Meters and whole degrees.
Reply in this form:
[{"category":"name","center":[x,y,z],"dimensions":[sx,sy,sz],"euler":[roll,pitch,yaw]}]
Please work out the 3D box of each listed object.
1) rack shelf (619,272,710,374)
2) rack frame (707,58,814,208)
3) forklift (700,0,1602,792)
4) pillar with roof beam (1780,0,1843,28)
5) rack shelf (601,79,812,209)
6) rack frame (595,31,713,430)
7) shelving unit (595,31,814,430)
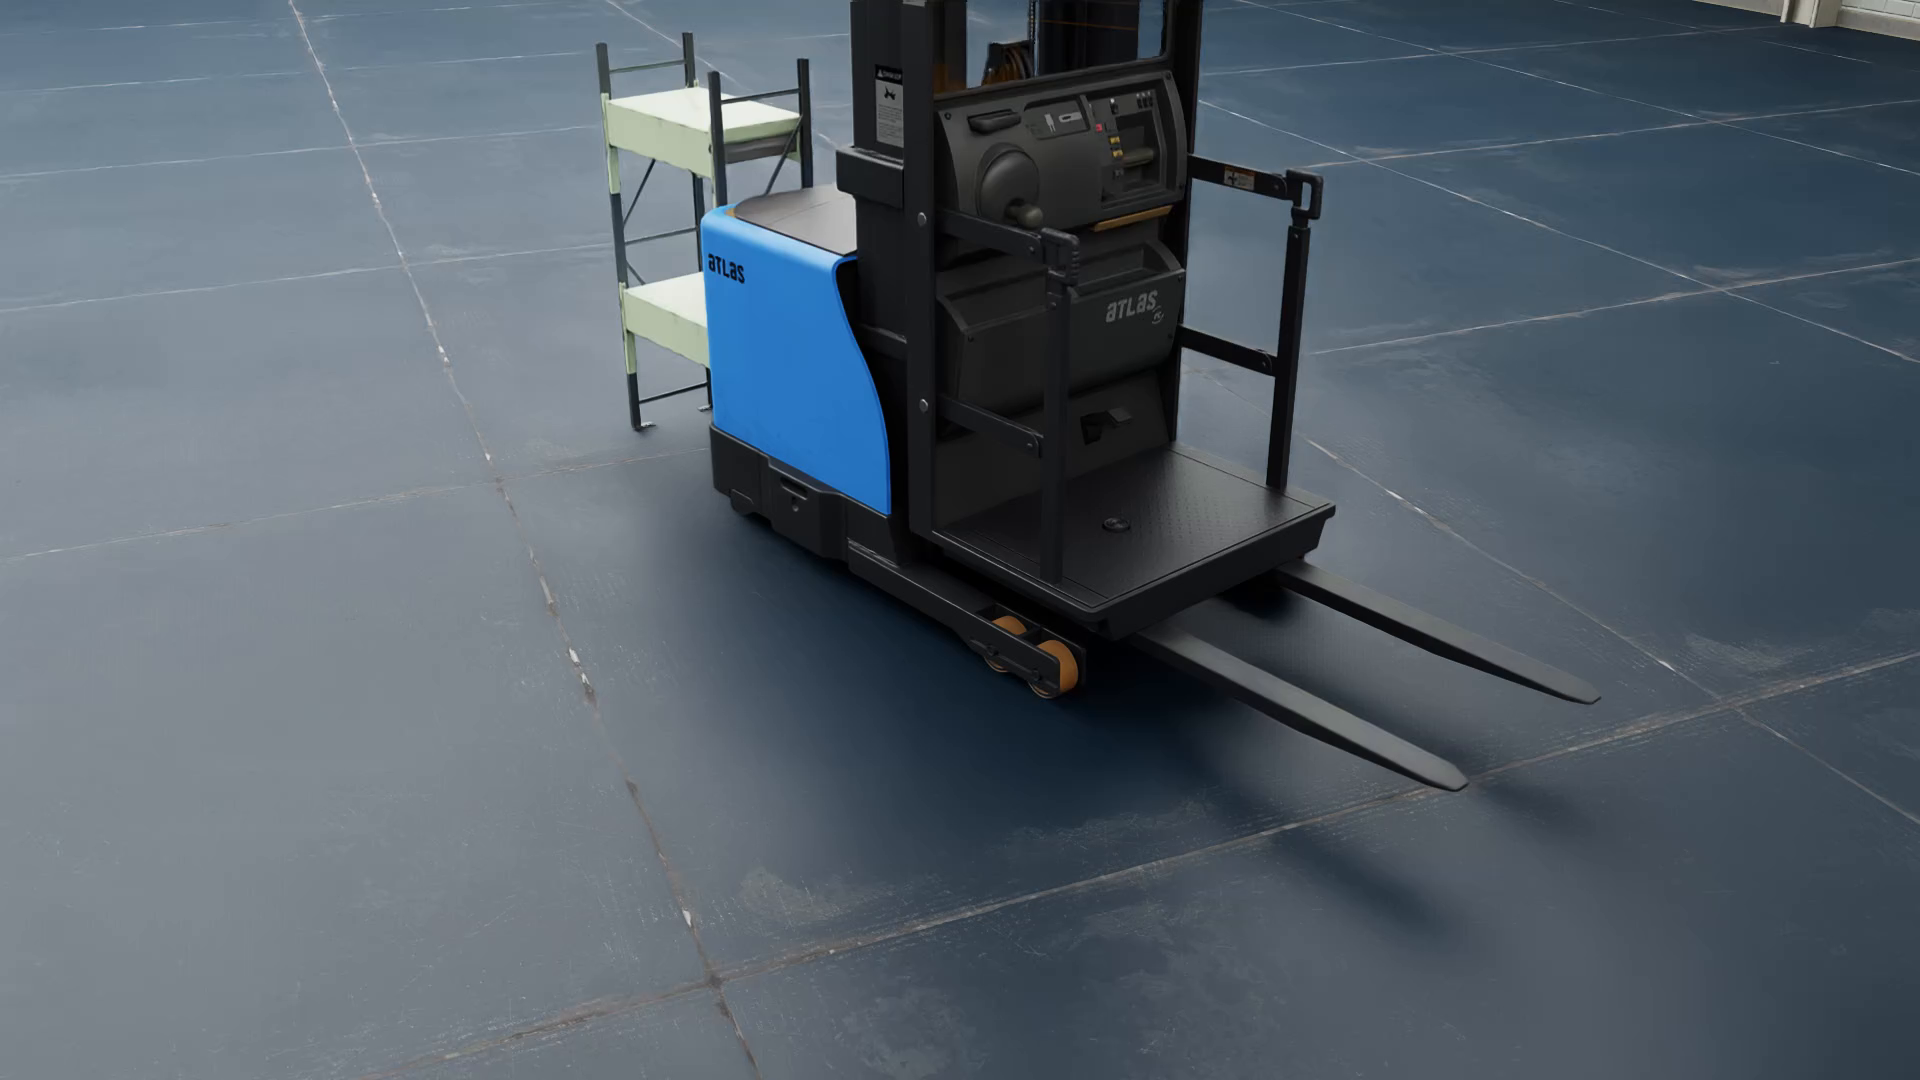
[{"category":"rack shelf","center":[-0.920,-0.761,6.342],"dimensions":[0.431,0.370,0.720],"euler":[-21,33,-36]},{"category":"rack frame","center":[-0.680,-0.933,5.951],"dimensions":[0.400,1.500,0.023],"euler":[-21,33,-36]},{"category":"forklift","center":[0.456,-1.110,4.683],"dimensions":[1.130,2.935,3.031],"euler":[-21,33,-36]},{"category":"pillar with roof beam","center":[4.101,-8.211,12.311],"dimensions":[9.100,9.000,0.400],"euler":[-11,28,-21]},{"category":"rack shelf","center":[-0.920,-1.405,6.028],"dimensions":[0.431,0.370,0.720],"euler":[-21,33,-36]},{"category":"rack frame","center":[-1.160,-1.175,6.447],"dimensions":[0.400,1.500,0.023],"euler":[-21,33,-36]},{"category":"shelving unit","center":[-0.920,-1.054,6.199],"dimensions":[0.431,1.500,0.755],"euler":[-21,33,-36]}]
